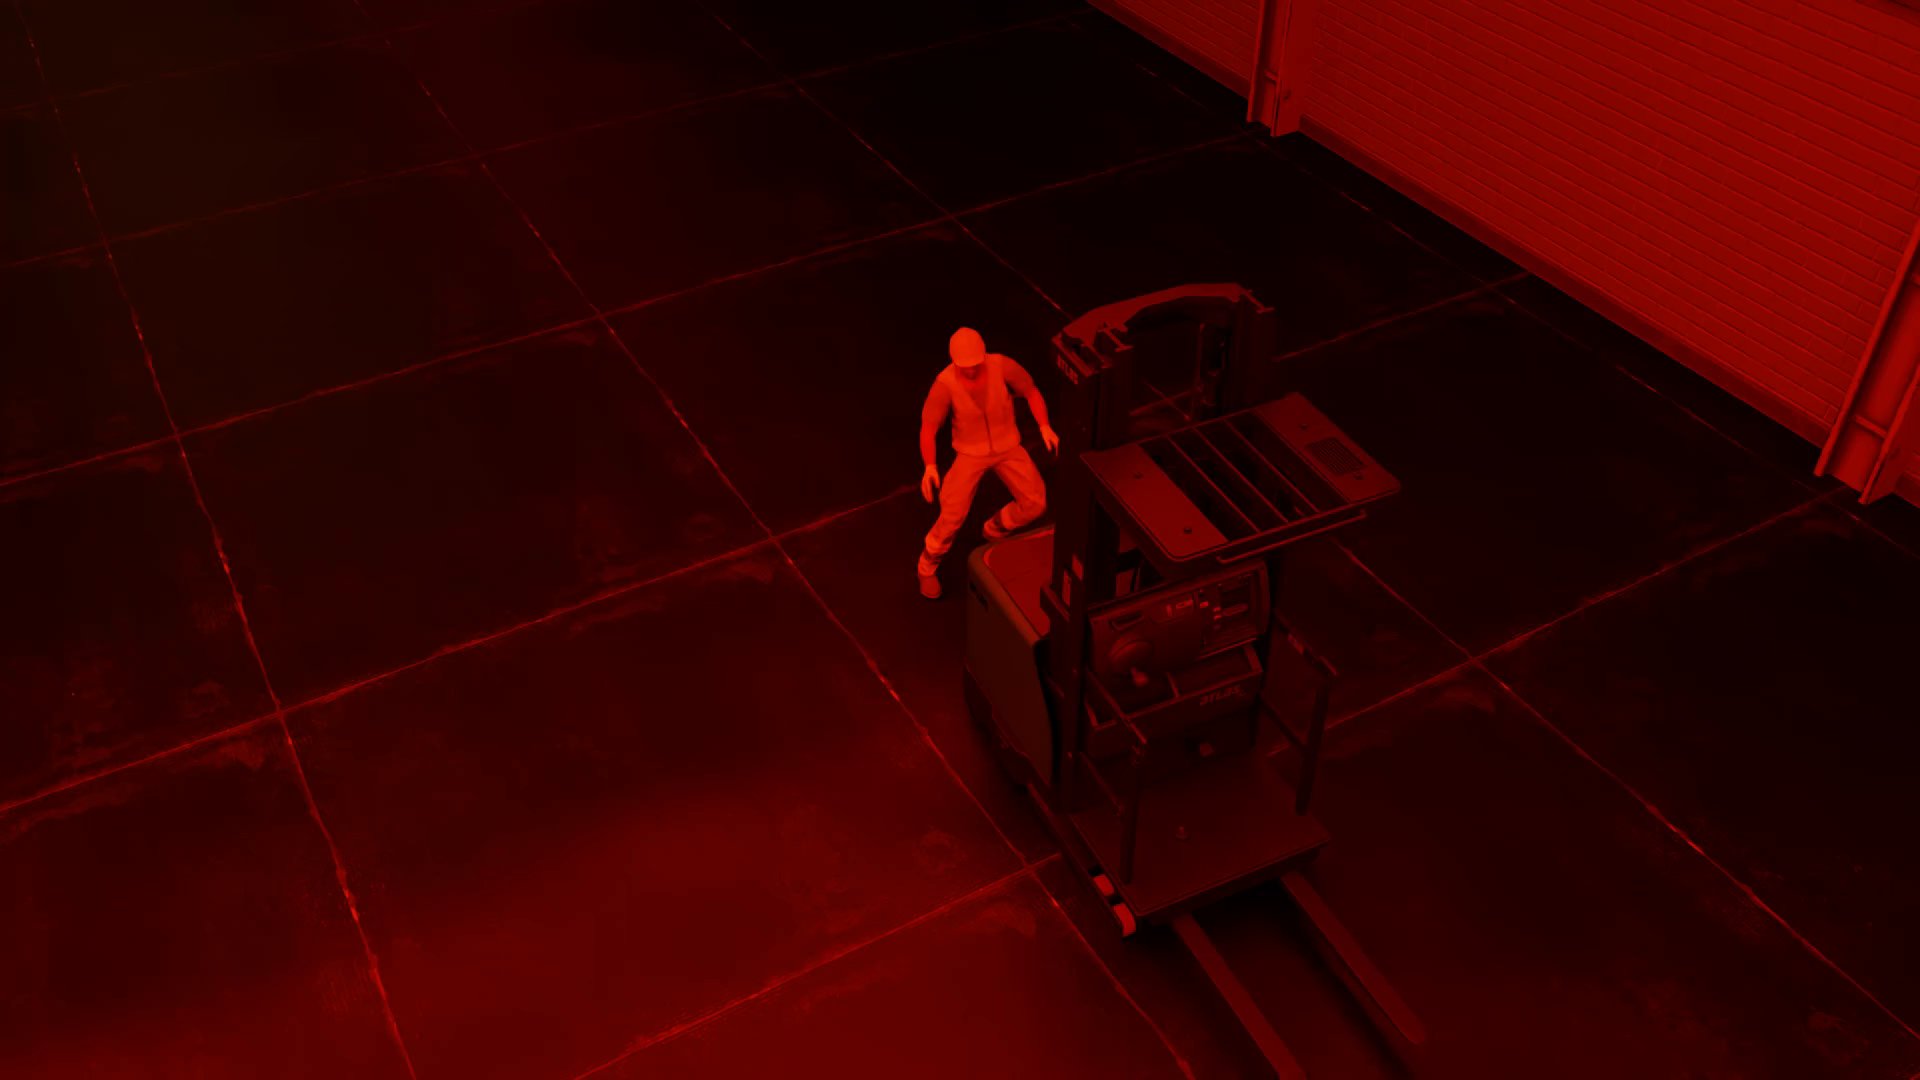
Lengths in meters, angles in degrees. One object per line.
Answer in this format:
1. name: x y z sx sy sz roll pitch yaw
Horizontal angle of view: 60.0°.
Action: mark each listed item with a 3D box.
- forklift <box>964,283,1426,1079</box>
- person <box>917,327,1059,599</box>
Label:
1. forklift: 1.108 0.465 7.476 1.130 2.935 3.031 -17 43 -19
2. person: 0.146 -0.461 9.619 0.863 1.627 0.688 -9 41 -11
